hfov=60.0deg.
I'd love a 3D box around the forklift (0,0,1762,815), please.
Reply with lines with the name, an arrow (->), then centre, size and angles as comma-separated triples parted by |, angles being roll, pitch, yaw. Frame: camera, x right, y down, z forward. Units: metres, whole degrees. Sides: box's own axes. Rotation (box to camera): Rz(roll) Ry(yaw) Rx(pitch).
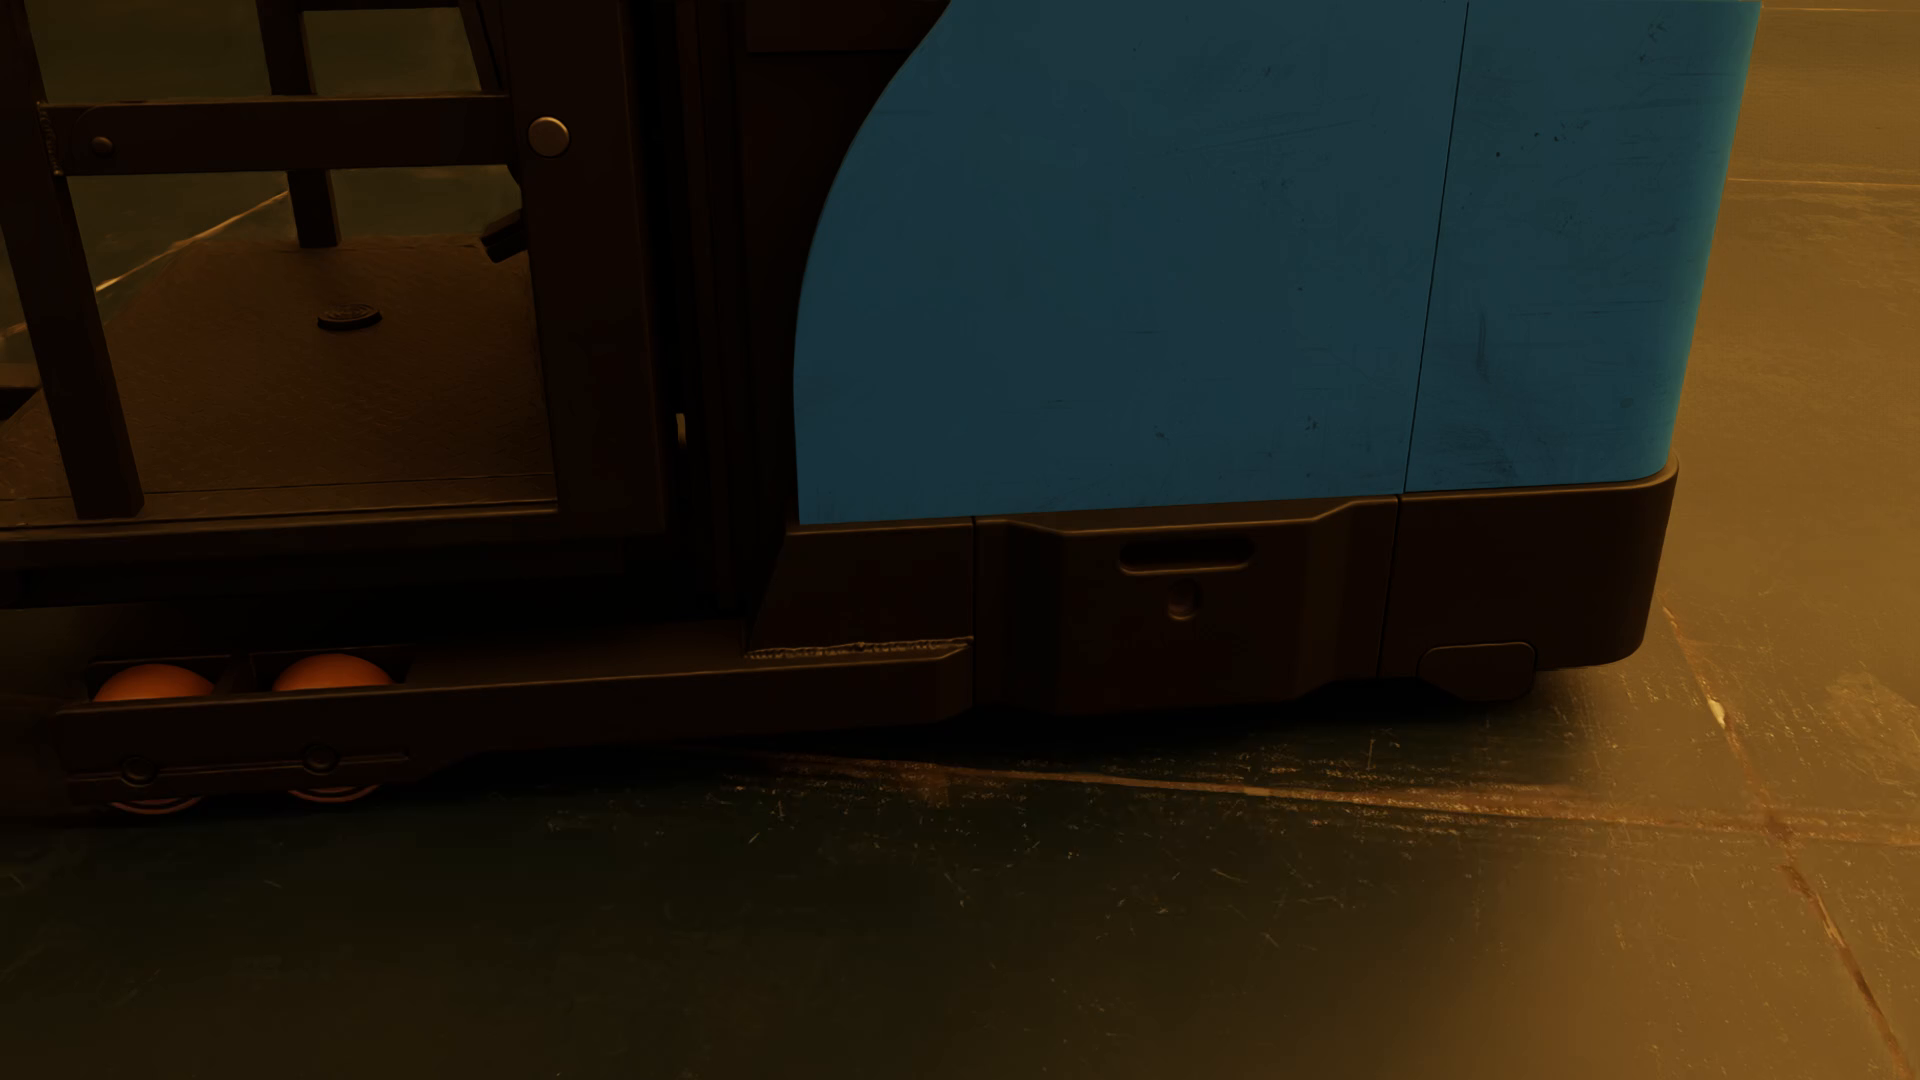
forklift -> -0.688, -1.251, 1.725 | 3.031, 2.935, 1.130 | -3, 27, -6
